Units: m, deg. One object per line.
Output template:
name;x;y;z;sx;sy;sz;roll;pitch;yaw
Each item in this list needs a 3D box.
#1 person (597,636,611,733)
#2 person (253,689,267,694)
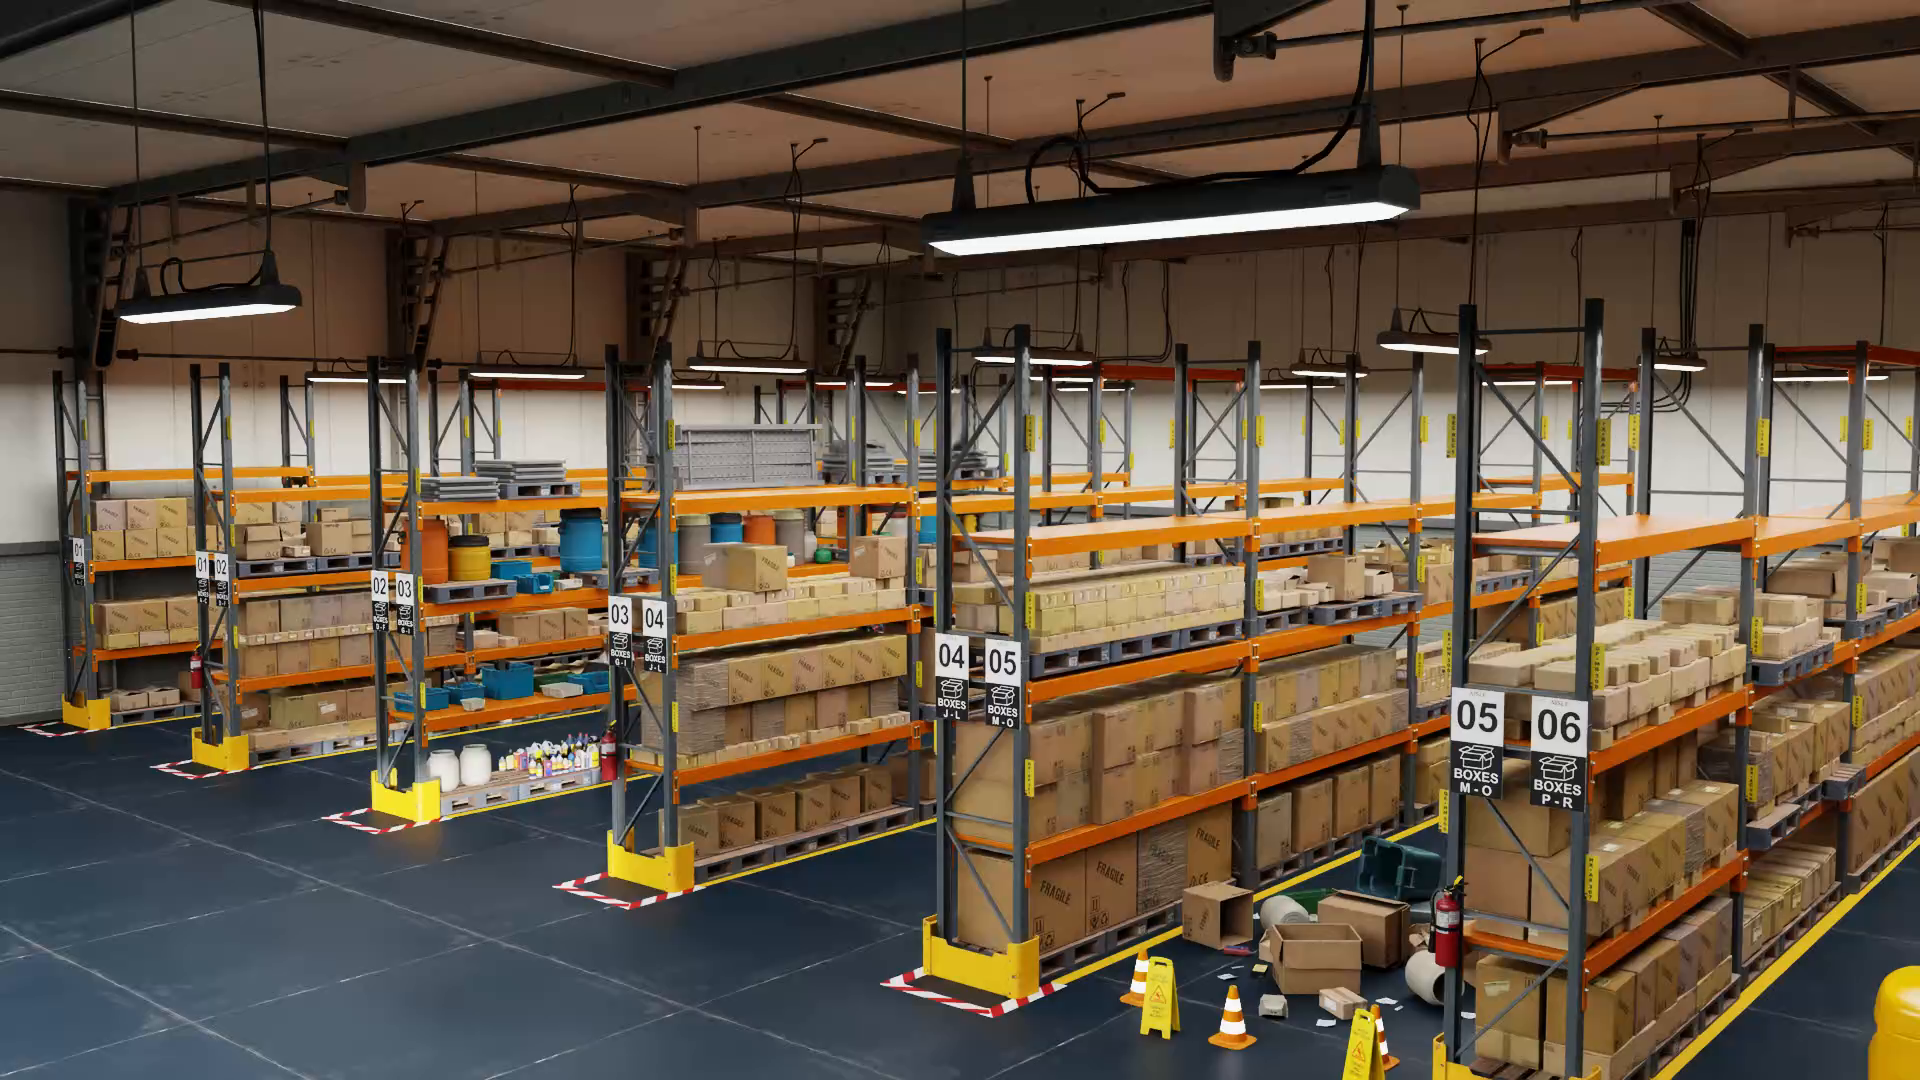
person;-5.619;2.405;26.715;0.554;1.751;0.733;3;5;34
person;-11.402;2.433;26.944;0.515;1.590;0.625;2;5;26
